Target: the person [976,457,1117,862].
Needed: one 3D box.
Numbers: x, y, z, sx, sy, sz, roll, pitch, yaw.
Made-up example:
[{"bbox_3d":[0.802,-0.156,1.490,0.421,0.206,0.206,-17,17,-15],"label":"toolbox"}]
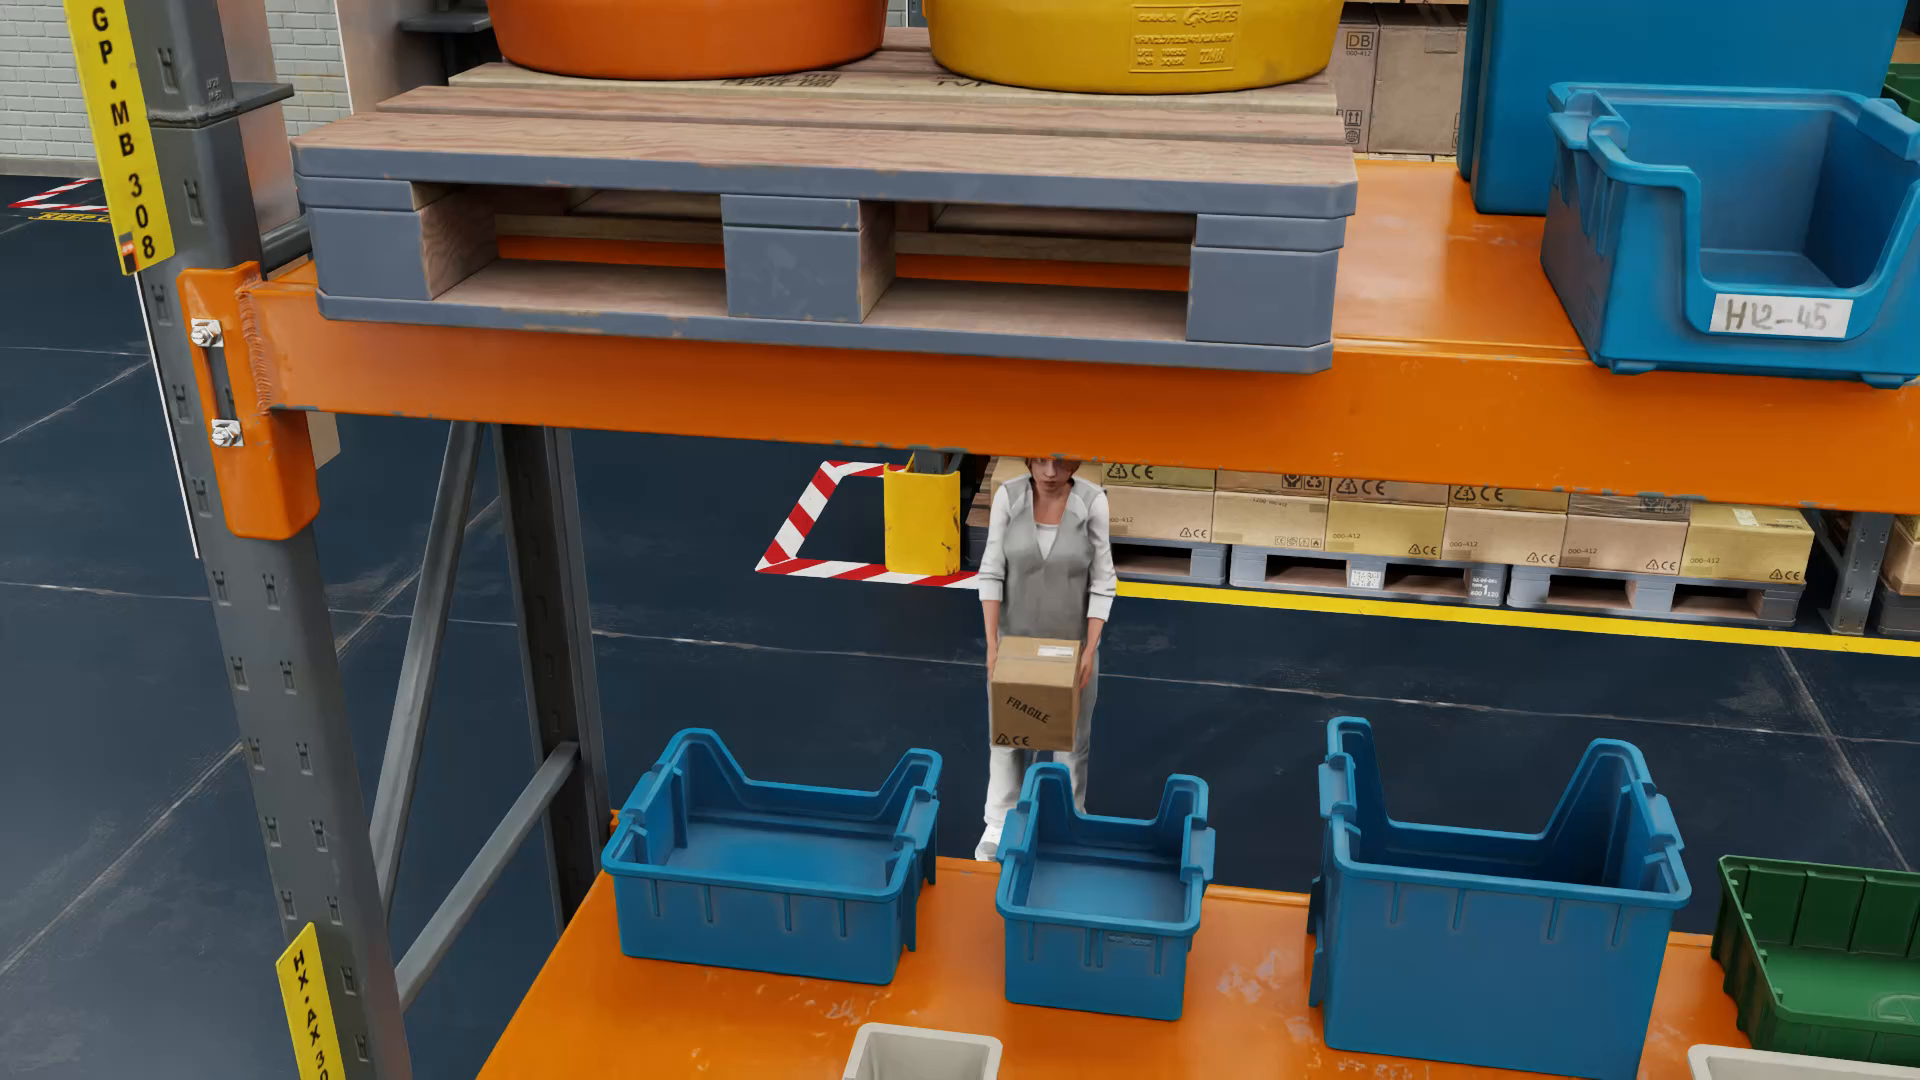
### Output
[{"bbox_3d":[0.272,0.354,5.360,0.444,1.603,0.397,4,26,8],"label":"person"}]
